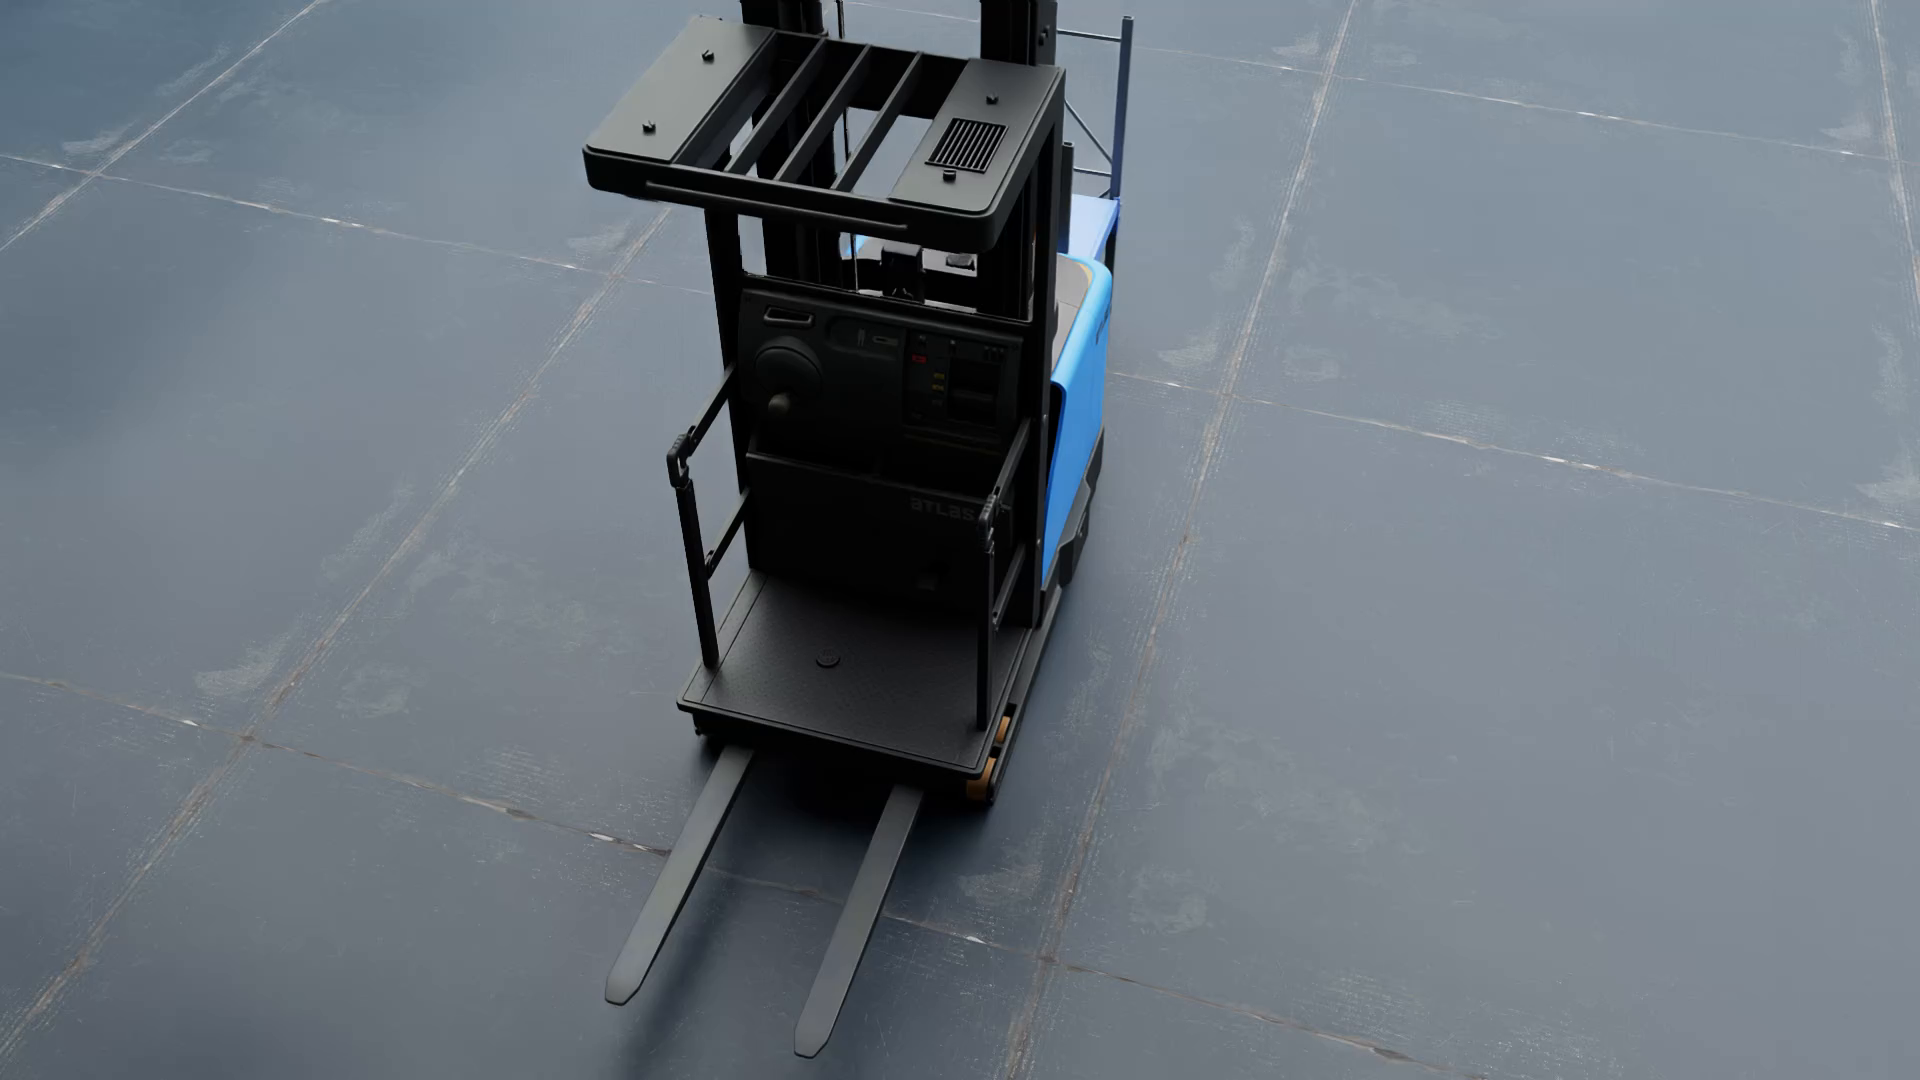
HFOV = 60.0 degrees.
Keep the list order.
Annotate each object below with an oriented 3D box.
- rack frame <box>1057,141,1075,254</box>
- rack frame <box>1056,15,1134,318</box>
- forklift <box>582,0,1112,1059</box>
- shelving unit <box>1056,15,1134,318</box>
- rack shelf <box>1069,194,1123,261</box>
[{"bbox_3d":[0.178,-0.960,6.659,0.500,1.500,0.032,12,46,12],"label":"rack frame"},{"bbox_3d":[0.468,-1.642,7.355,0.500,1.500,0.032,12,46,12],"label":"rack frame"},{"bbox_3d":[-0.319,-0.448,5.112,1.130,2.935,3.031,12,46,12],"label":"forklift"},{"bbox_3d":[0.323,-1.301,7.007,0.538,1.500,1.048,12,46,12],"label":"shelving unit"},{"bbox_3d":[0.323,-1.172,7.133,0.538,0.185,1.000,12,46,12],"label":"rack shelf"}]
